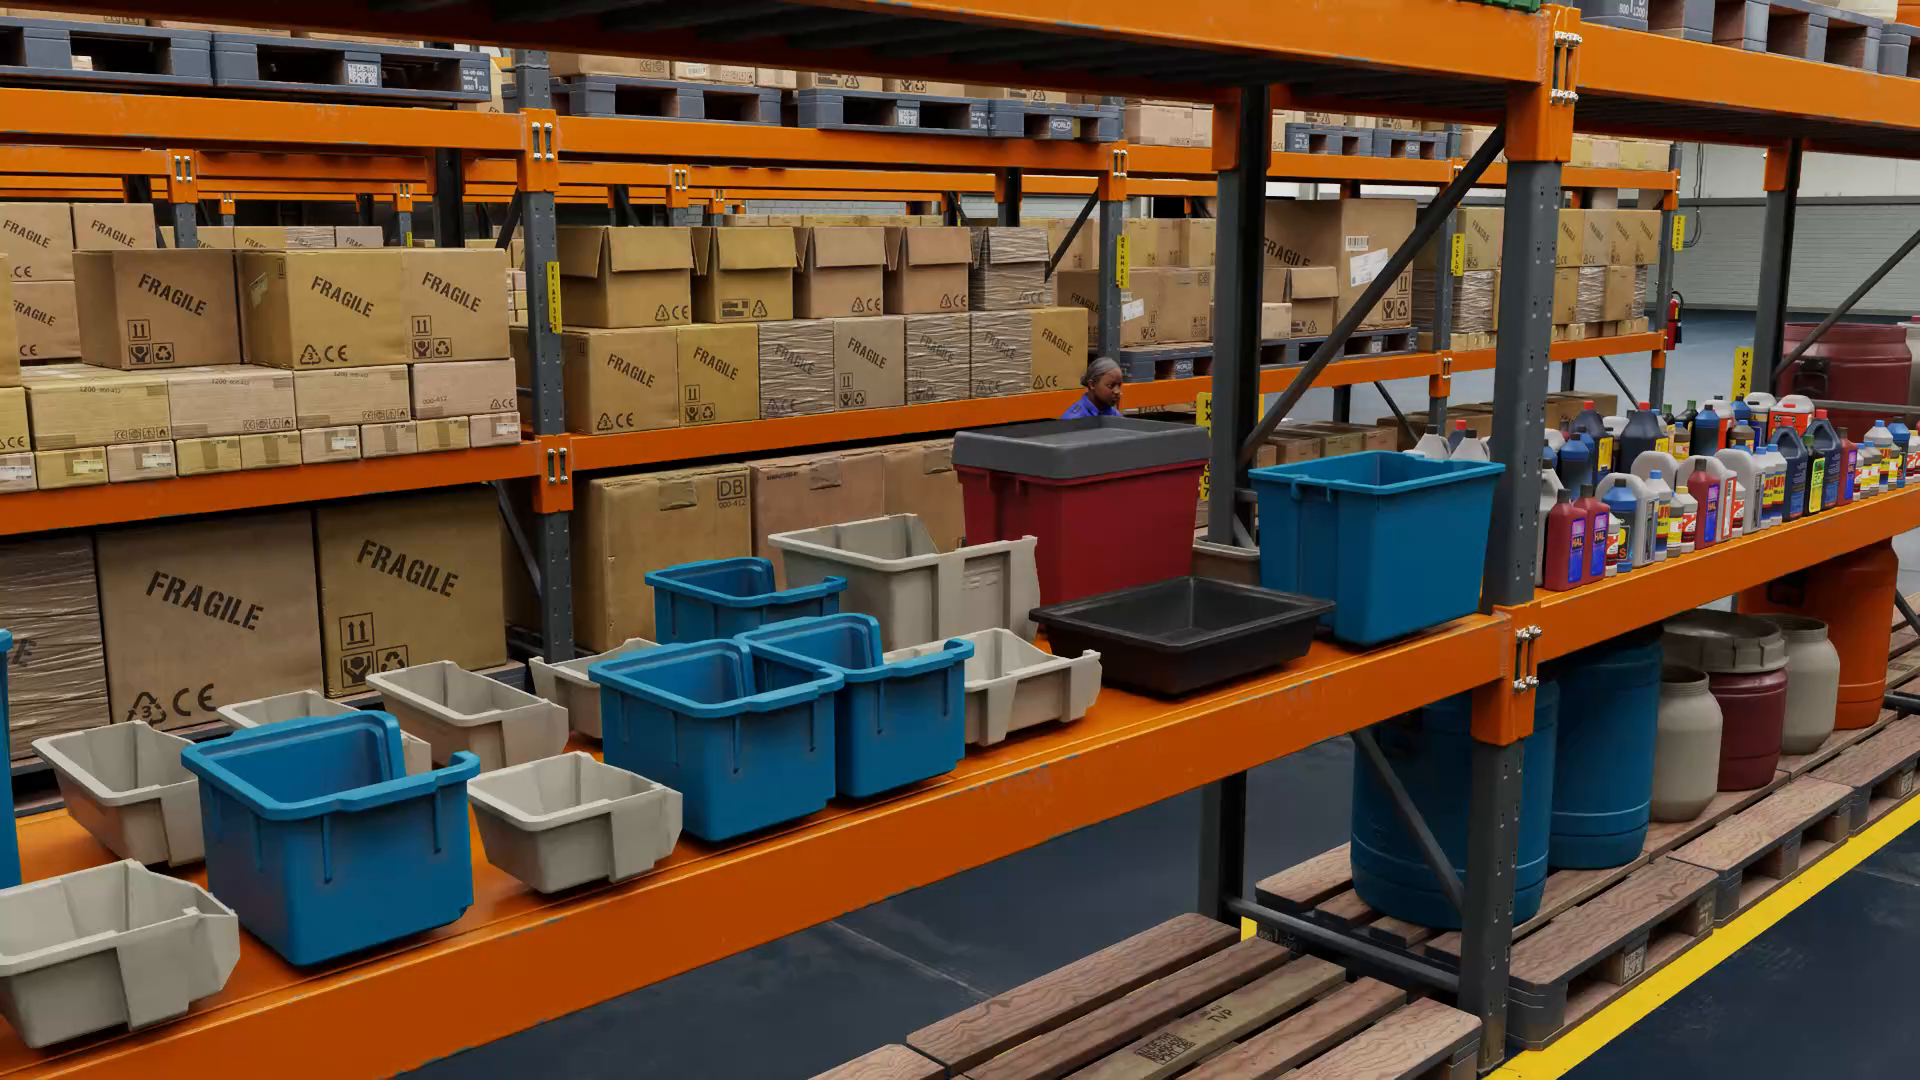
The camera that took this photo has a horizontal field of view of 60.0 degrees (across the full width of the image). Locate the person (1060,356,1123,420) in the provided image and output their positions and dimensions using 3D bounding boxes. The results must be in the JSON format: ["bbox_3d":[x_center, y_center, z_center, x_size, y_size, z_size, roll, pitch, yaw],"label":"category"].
[{"bbox_3d":[0.670,-0.106,8.582,0.504,1.624,0.349,-10,14,-41],"label":"person"}]
